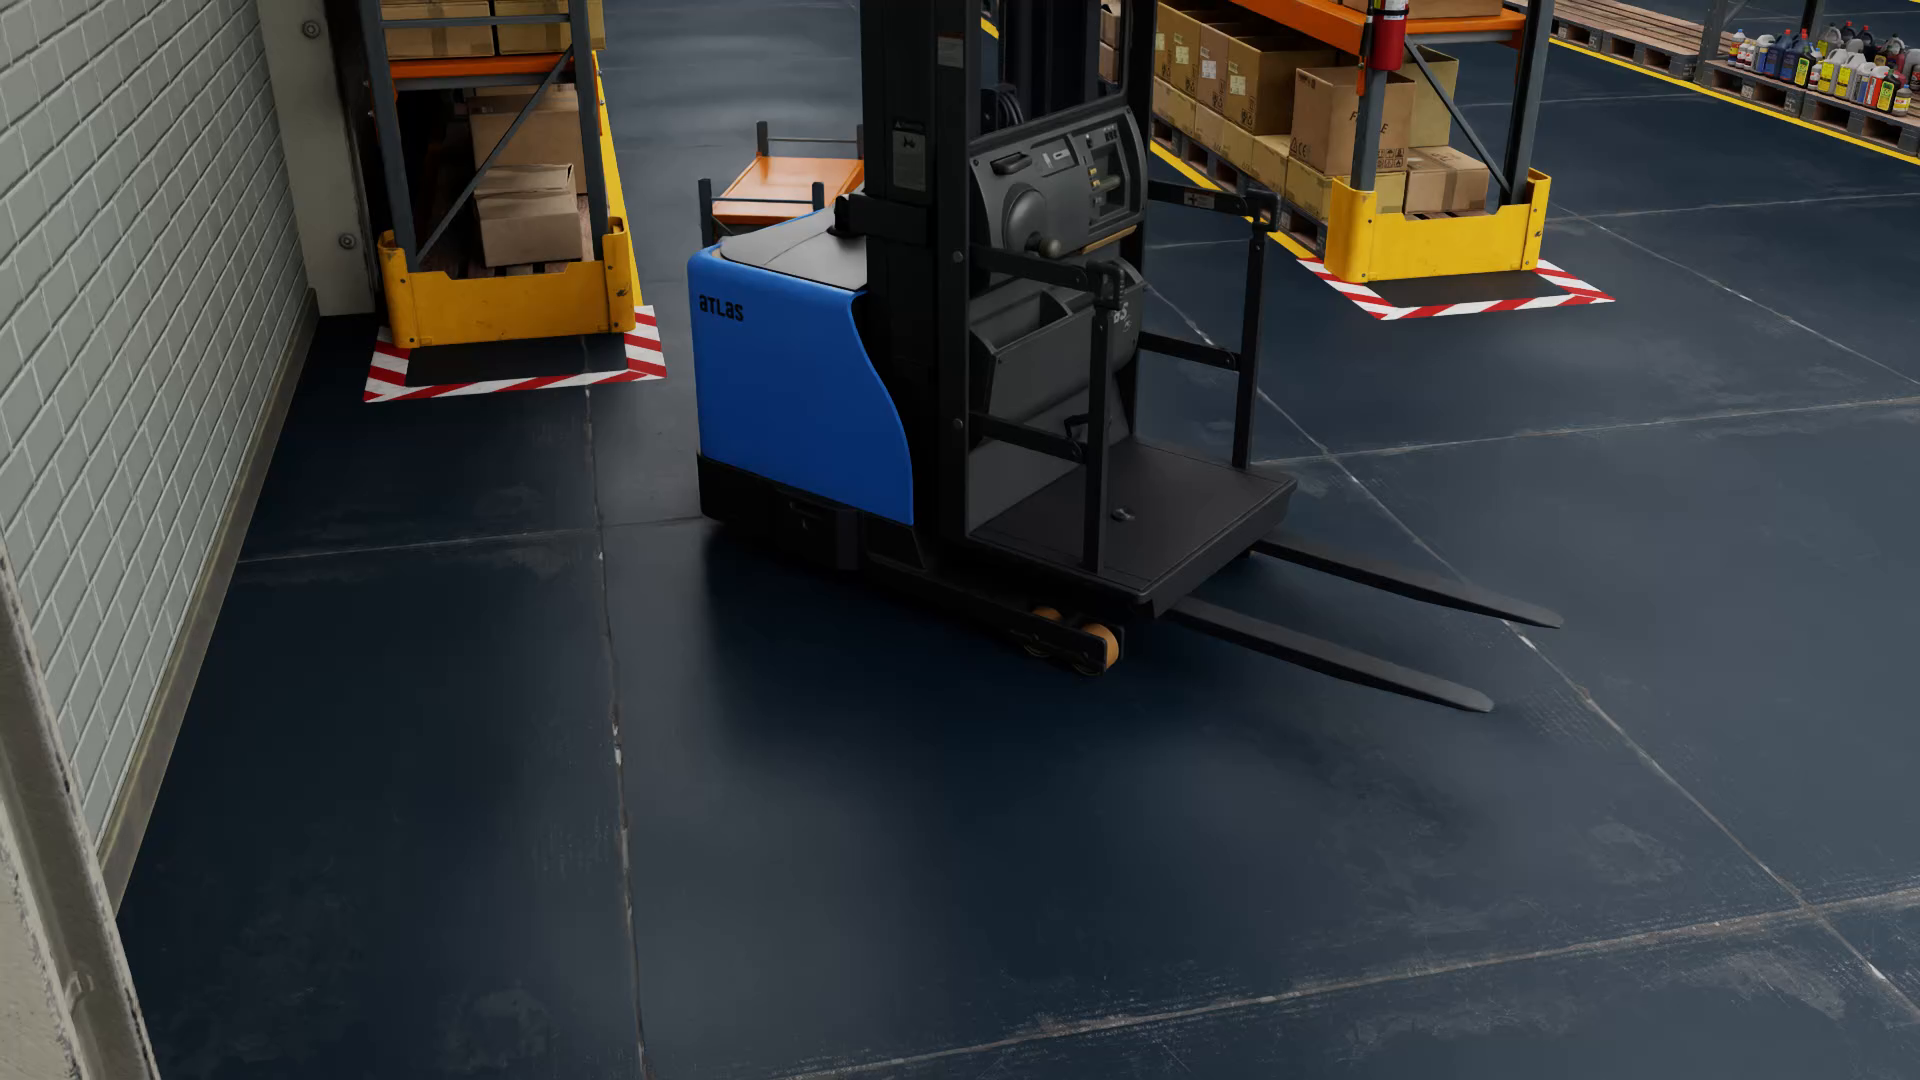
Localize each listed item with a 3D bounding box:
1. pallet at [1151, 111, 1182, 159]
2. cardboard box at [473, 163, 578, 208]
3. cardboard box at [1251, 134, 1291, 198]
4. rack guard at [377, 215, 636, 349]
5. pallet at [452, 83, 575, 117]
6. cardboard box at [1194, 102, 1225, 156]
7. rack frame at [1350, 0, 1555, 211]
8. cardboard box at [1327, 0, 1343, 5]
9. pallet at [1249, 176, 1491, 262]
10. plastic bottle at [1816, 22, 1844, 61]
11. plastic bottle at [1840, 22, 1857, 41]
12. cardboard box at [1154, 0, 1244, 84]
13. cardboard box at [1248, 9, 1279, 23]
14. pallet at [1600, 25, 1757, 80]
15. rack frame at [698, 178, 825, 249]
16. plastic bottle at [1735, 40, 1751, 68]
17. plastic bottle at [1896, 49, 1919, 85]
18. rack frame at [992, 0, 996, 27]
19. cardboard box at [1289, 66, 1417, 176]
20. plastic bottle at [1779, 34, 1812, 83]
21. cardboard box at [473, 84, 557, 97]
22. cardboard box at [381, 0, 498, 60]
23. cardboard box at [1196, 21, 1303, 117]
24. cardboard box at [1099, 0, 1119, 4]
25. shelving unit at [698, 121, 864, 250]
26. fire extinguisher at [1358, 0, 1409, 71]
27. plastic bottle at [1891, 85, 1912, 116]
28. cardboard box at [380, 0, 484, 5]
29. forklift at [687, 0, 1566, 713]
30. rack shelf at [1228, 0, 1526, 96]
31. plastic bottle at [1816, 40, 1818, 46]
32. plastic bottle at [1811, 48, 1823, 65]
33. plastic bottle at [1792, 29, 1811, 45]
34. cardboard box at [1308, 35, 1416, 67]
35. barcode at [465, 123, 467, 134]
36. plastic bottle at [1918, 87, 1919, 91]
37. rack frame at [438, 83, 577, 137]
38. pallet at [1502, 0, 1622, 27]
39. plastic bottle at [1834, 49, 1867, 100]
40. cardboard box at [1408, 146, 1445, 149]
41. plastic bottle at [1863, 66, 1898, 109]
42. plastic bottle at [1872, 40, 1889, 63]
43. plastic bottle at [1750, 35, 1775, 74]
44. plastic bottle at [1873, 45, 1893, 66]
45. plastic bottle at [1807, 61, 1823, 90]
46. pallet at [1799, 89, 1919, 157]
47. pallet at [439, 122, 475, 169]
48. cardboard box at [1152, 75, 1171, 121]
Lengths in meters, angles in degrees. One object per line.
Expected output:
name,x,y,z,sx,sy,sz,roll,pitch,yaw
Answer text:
pallet,1.852,-3.029,12.017,1.003,0.211,1.213,-6,27,-12
cardboard box,-2.407,-1.926,9.232,0.500,0.311,0.500,-4,27,-7
cardboard box,2.082,-2.255,9.974,0.500,0.250,0.500,-6,27,-12
rack guard,-2.228,-1.284,8.239,1.175,0.500,0.348,-6,27,-12
pallet,-3.289,-3.219,12.394,1.003,0.211,1.213,-6,27,-12
cardboard box,1.856,-2.694,10.844,0.500,0.250,0.500,-6,27,-12
rack frame,2.615,-2.871,8.610,1.000,3.000,0.127,-6,27,-12
cardboard box,2.399,-3.352,9.452,0.700,0.500,0.500,-5,27,-10
pallet,2.402,-1.958,9.895,1.003,0.211,1.213,-6,27,-12
plastic bottle,6.826,-3.874,13.049,0.144,0.351,0.185,-6,27,-12
plastic bottle,6.966,-3.889,13.078,0.144,0.351,0.185,-7,28,-13
cardboard box,1.633,-3.468,11.545,0.500,0.500,0.500,-6,27,-12
cardboard box,2.249,-3.301,11.214,0.500,0.500,0.500,-6,27,-12
pallet,6.325,-4.225,14.386,1.003,0.211,1.213,-6,27,-12
rack frame,-0.786,-0.914,6.812,0.500,1.125,0.032,3,27,6
plastic bottle,6.208,-3.847,13.160,0.097,0.201,0.097,0,27,0
plastic bottle,7.115,-3.558,12.504,0.152,0.276,0.135,-5,27,-11
rack frame,0.812,-6.383,15.568,1.000,3.000,0.127,-6,27,-12
cardboard box,2.204,-2.371,9.372,0.500,0.500,0.500,-6,27,-12
plastic bottle,6.360,-3.663,12.630,0.144,0.351,0.185,-7,28,-14
cardboard box,-2.839,-2.752,10.658,0.500,0.500,0.500,-8,28,-15
cardboard box,-2.505,-2.494,8.007,0.500,0.250,0.500,-6,27,-11
cardboard box,1.853,-3.028,10.674,0.500,0.500,0.500,-6,27,-12
cardboard box,1.219,-4.214,13.233,0.500,0.311,0.500,-5,27,-10
shelving unit,-0.725,-1.141,7.263,0.538,1.125,1.048,3,27,6
fire extinguisher,2.189,-2.738,8.431,0.296,0.674,0.183,-6,27,-12
plastic bottle,6.601,-3.082,11.644,0.097,0.201,0.097,0,27,0
cardboard box,-2.524,-2.829,7.837,0.500,0.500,0.500,-6,27,-12
forklift,0.501,-1.141,5.259,3.031,2.935,1.130,18,32,32
rack shelf,2.164,-3.428,10.511,1.077,0.370,4.000,-6,27,-12
plastic bottle,6.926,-3.948,13.361,0.097,0.201,0.097,0,27,0
plastic bottle,6.430,-3.567,12.528,0.097,0.271,0.097,0,27,0
plastic bottle,6.458,-3.761,12.823,0.144,0.351,0.185,-6,27,-12
cardboard box,2.471,-2.862,10.344,0.500,0.500,0.500,-6,27,-12
barcode,-3.213,-2.674,10.816,0.001,0.075,0.075,-6,27,-12
plastic bottle,7.191,-3.462,12.320,0.097,0.271,0.097,0,27,0
rack frame,-3.112,-4.123,11.089,1.000,3.000,0.127,-6,27,-12
pallet,5.775,-5.296,16.508,1.003,0.211,1.213,-6,27,-12
plastic bottle,6.498,-3.395,12.099,0.144,0.351,0.185,-5,27,-9
cardboard box,2.594,-2.308,10.080,0.500,0.250,0.500,-6,27,-12
plastic bottle,6.571,-3.228,11.851,0.152,0.276,0.135,-6,27,-11
plastic bottle,7.087,-3.707,12.793,0.061,0.283,0.133,-4,27,-8
plastic bottle,6.284,-3.786,12.956,0.152,0.276,0.135,-5,27,-10
plastic bottle,6.988,-3.611,12.602,0.061,0.283,0.133,-6,27,-12
plastic bottle,6.401,-3.470,12.413,0.097,0.201,0.097,0,27,0
pallet,6.929,-3.048,12.055,1.003,0.211,1.213,-6,27,-12
pallet,-2.926,-2.586,11.140,1.003,0.211,1.213,-6,27,-12
cardboard box,1.630,-3.133,11.713,0.500,0.250,0.500,-6,27,-12
